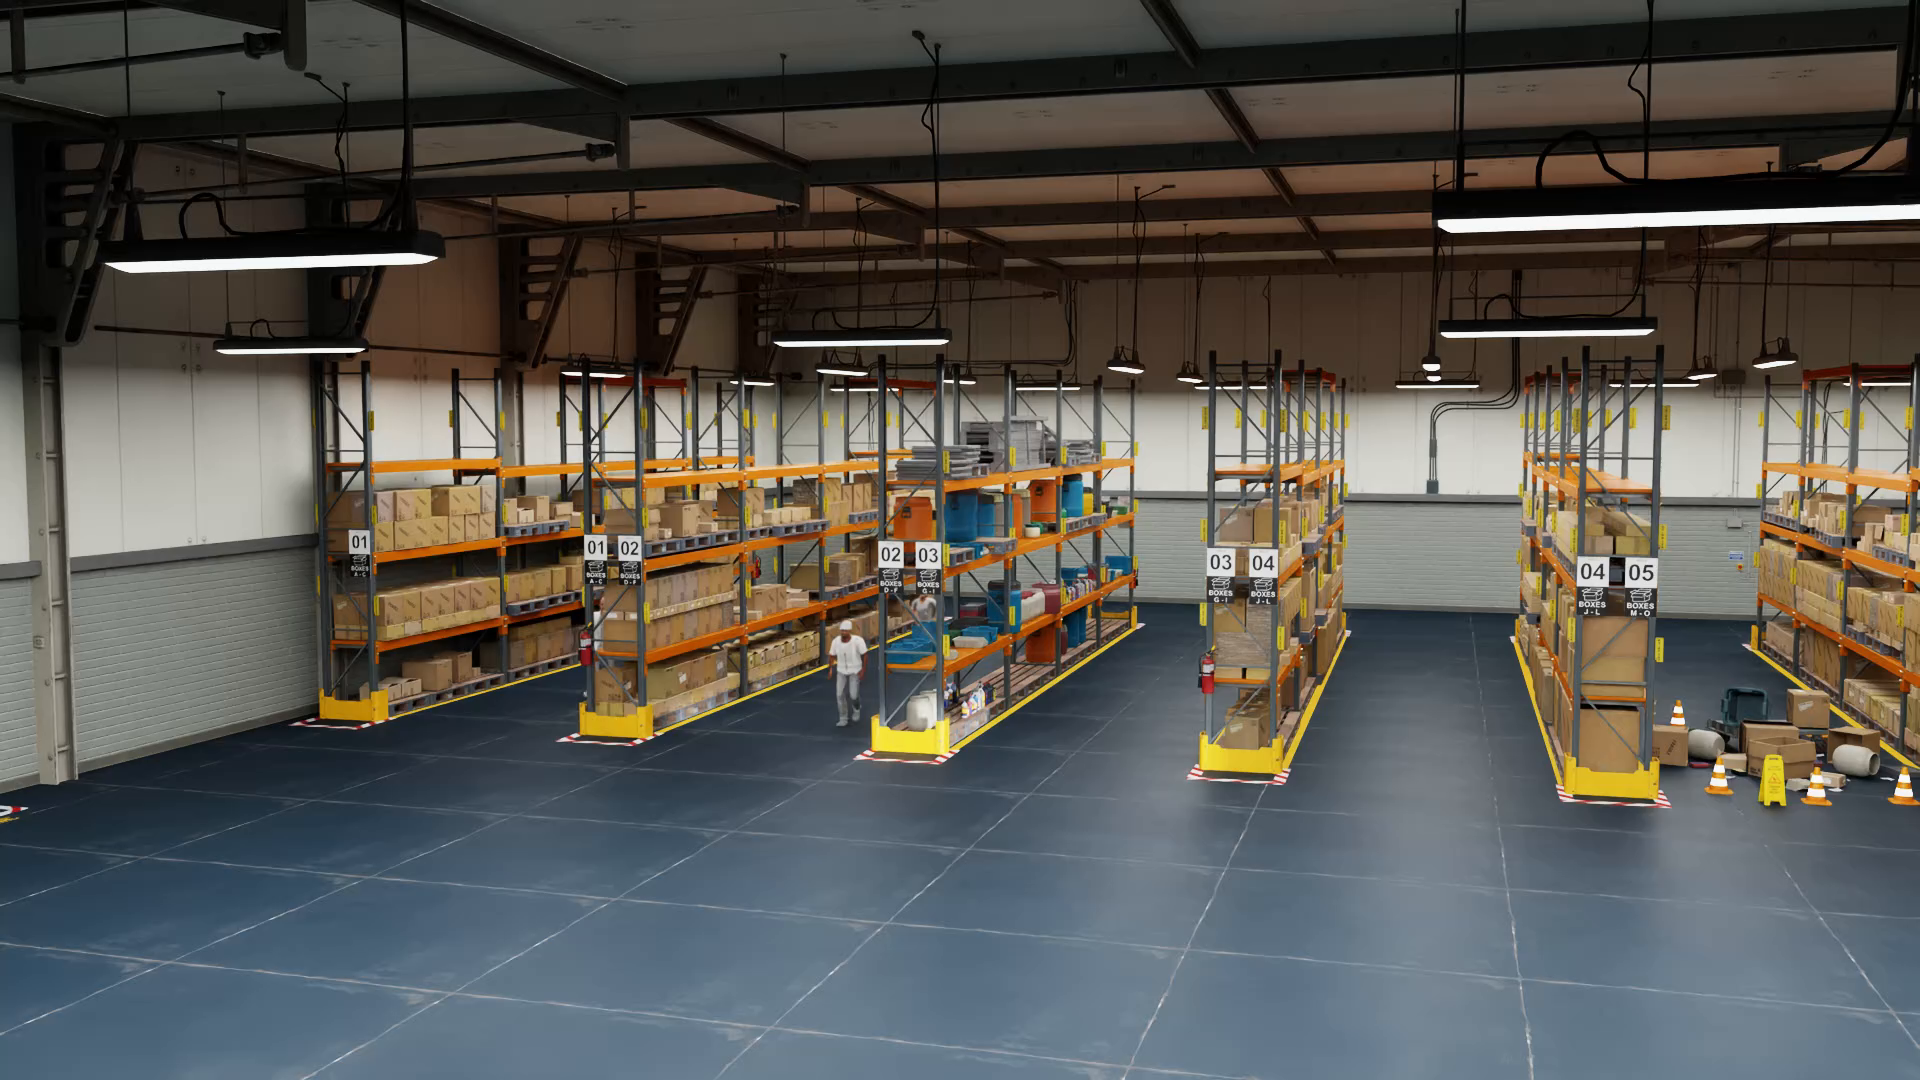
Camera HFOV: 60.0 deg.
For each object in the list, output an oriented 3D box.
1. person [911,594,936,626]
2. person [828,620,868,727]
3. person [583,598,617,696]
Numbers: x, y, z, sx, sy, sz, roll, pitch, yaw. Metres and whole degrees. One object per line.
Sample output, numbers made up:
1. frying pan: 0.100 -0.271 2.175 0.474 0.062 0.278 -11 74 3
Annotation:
1. person: -0.707 1.745 34.638 0.568 1.574 0.703 2 4 24
2. person: -1.835 2.178 27.453 0.672 1.746 0.619 1 4 15
3. person: -6.525 1.931 30.466 0.645 1.731 1.011 0 4 6
